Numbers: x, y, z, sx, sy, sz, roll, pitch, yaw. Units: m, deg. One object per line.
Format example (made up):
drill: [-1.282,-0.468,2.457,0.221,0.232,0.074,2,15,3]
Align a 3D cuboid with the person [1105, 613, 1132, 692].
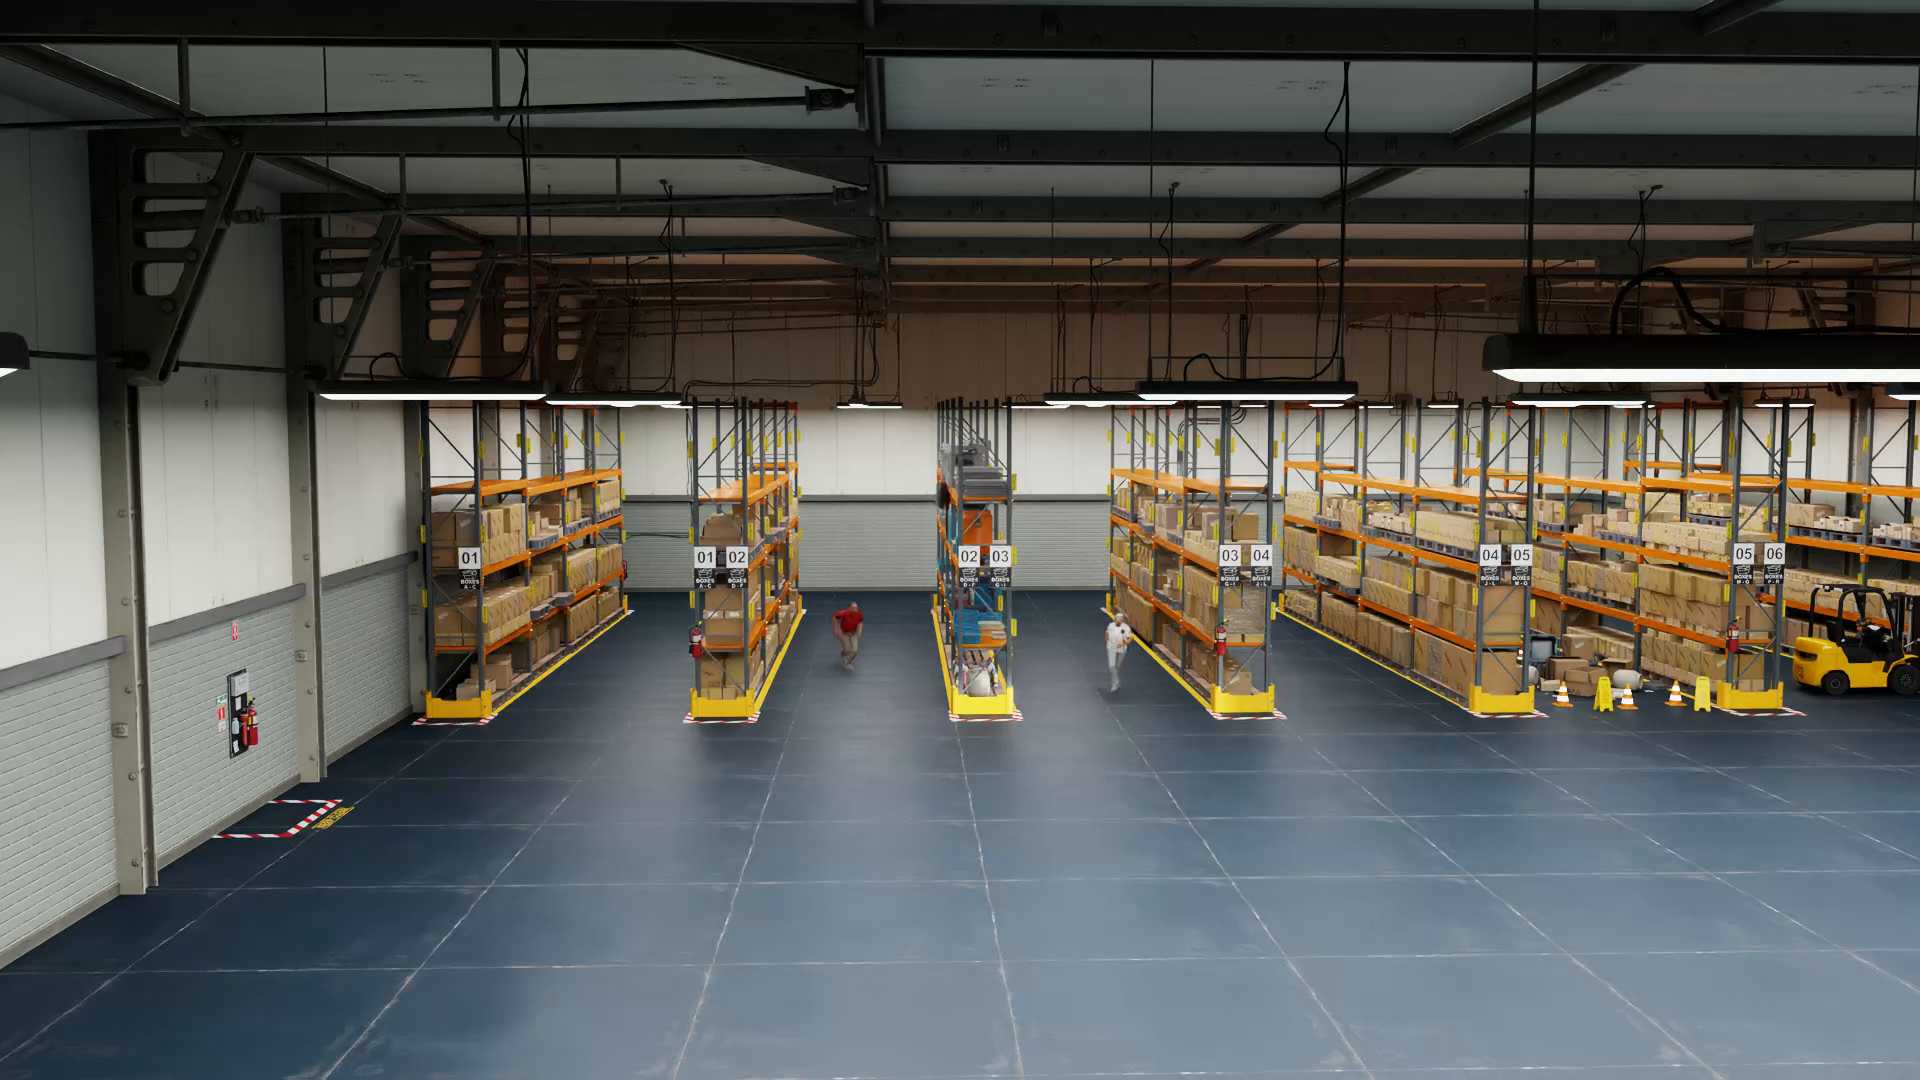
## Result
person: [3.264,2.272,34.236,0.544,1.625,0.846,0,4,3]

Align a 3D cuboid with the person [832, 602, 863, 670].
person: [-2.497,2.117,36.880,0.690,1.553,0.856,-2,5,-23]

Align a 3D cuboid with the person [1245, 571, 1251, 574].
person: [7.700,1.409,44.617,0.651,1.714,0.738,1,5,12]

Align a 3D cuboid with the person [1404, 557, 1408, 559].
person: [12.325,1.341,45.778,0.652,1.715,0.966,-2,5,-26]
